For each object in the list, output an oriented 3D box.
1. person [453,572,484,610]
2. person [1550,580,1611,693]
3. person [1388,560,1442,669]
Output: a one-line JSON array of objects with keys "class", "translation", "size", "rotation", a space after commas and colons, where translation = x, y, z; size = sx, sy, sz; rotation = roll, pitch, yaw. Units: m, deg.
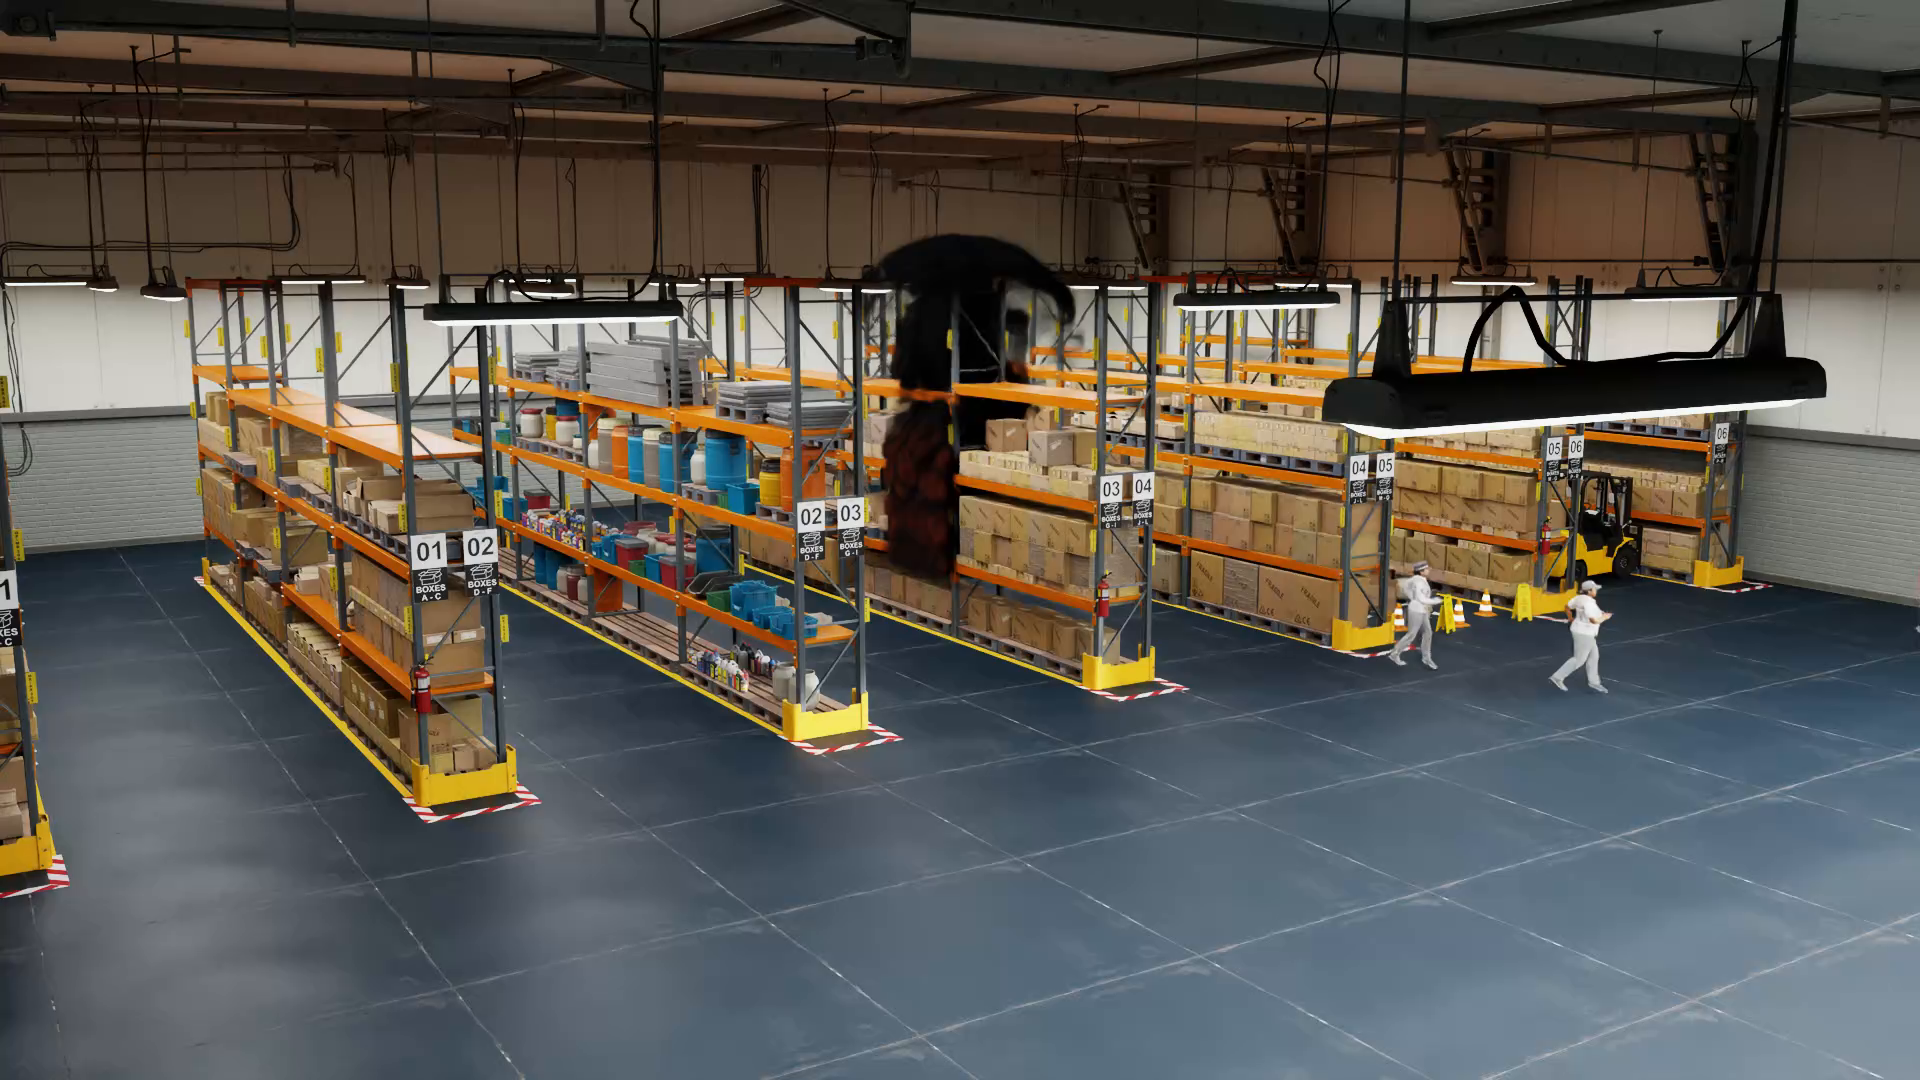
[{"class": "person", "translation": [-8.281, 0.763, 28.226], "size": [0.675, 1.845, 0.775], "rotation": [-5, 11, -29]}, {"class": "person", "translation": [9.151, 1.424, 24.453], "size": [0.874, 1.695, 0.624], "rotation": [1, 10, 7]}, {"class": "person", "translation": [7.124, 1.166, 25.981], "size": [0.775, 1.752, 0.623], "rotation": [3, 10, 15]}]
